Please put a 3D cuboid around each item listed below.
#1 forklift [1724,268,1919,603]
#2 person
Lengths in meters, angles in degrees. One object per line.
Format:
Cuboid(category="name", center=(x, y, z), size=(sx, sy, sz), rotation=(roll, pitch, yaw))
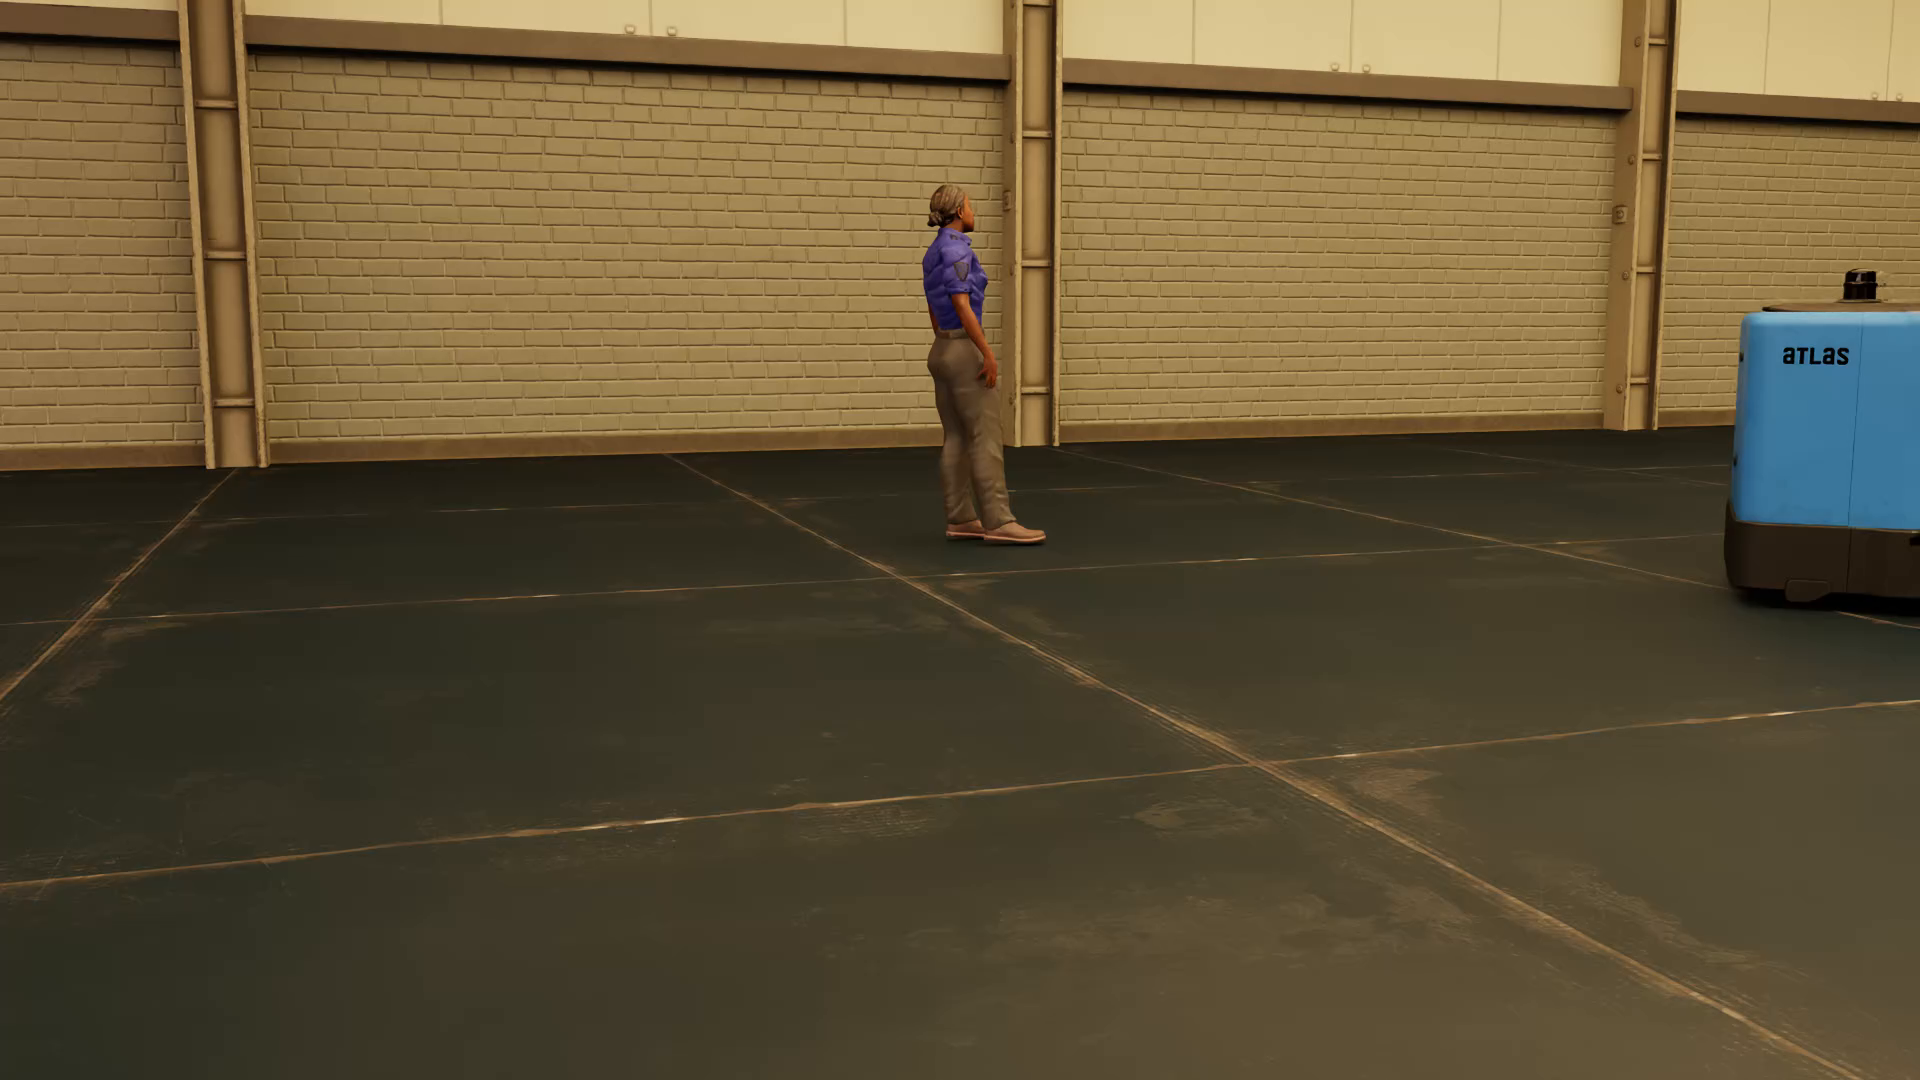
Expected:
Cuboid(category="forklift", center=(4.433, -1.193, 5.819), size=(3.031, 2.935, 1.130), rotation=(3, 8, 23))
Cuboid(category="person", center=(0.090, -0.828, 7.820), size=(0.503, 1.656, 0.569), rotation=(-3, 8, -18))
